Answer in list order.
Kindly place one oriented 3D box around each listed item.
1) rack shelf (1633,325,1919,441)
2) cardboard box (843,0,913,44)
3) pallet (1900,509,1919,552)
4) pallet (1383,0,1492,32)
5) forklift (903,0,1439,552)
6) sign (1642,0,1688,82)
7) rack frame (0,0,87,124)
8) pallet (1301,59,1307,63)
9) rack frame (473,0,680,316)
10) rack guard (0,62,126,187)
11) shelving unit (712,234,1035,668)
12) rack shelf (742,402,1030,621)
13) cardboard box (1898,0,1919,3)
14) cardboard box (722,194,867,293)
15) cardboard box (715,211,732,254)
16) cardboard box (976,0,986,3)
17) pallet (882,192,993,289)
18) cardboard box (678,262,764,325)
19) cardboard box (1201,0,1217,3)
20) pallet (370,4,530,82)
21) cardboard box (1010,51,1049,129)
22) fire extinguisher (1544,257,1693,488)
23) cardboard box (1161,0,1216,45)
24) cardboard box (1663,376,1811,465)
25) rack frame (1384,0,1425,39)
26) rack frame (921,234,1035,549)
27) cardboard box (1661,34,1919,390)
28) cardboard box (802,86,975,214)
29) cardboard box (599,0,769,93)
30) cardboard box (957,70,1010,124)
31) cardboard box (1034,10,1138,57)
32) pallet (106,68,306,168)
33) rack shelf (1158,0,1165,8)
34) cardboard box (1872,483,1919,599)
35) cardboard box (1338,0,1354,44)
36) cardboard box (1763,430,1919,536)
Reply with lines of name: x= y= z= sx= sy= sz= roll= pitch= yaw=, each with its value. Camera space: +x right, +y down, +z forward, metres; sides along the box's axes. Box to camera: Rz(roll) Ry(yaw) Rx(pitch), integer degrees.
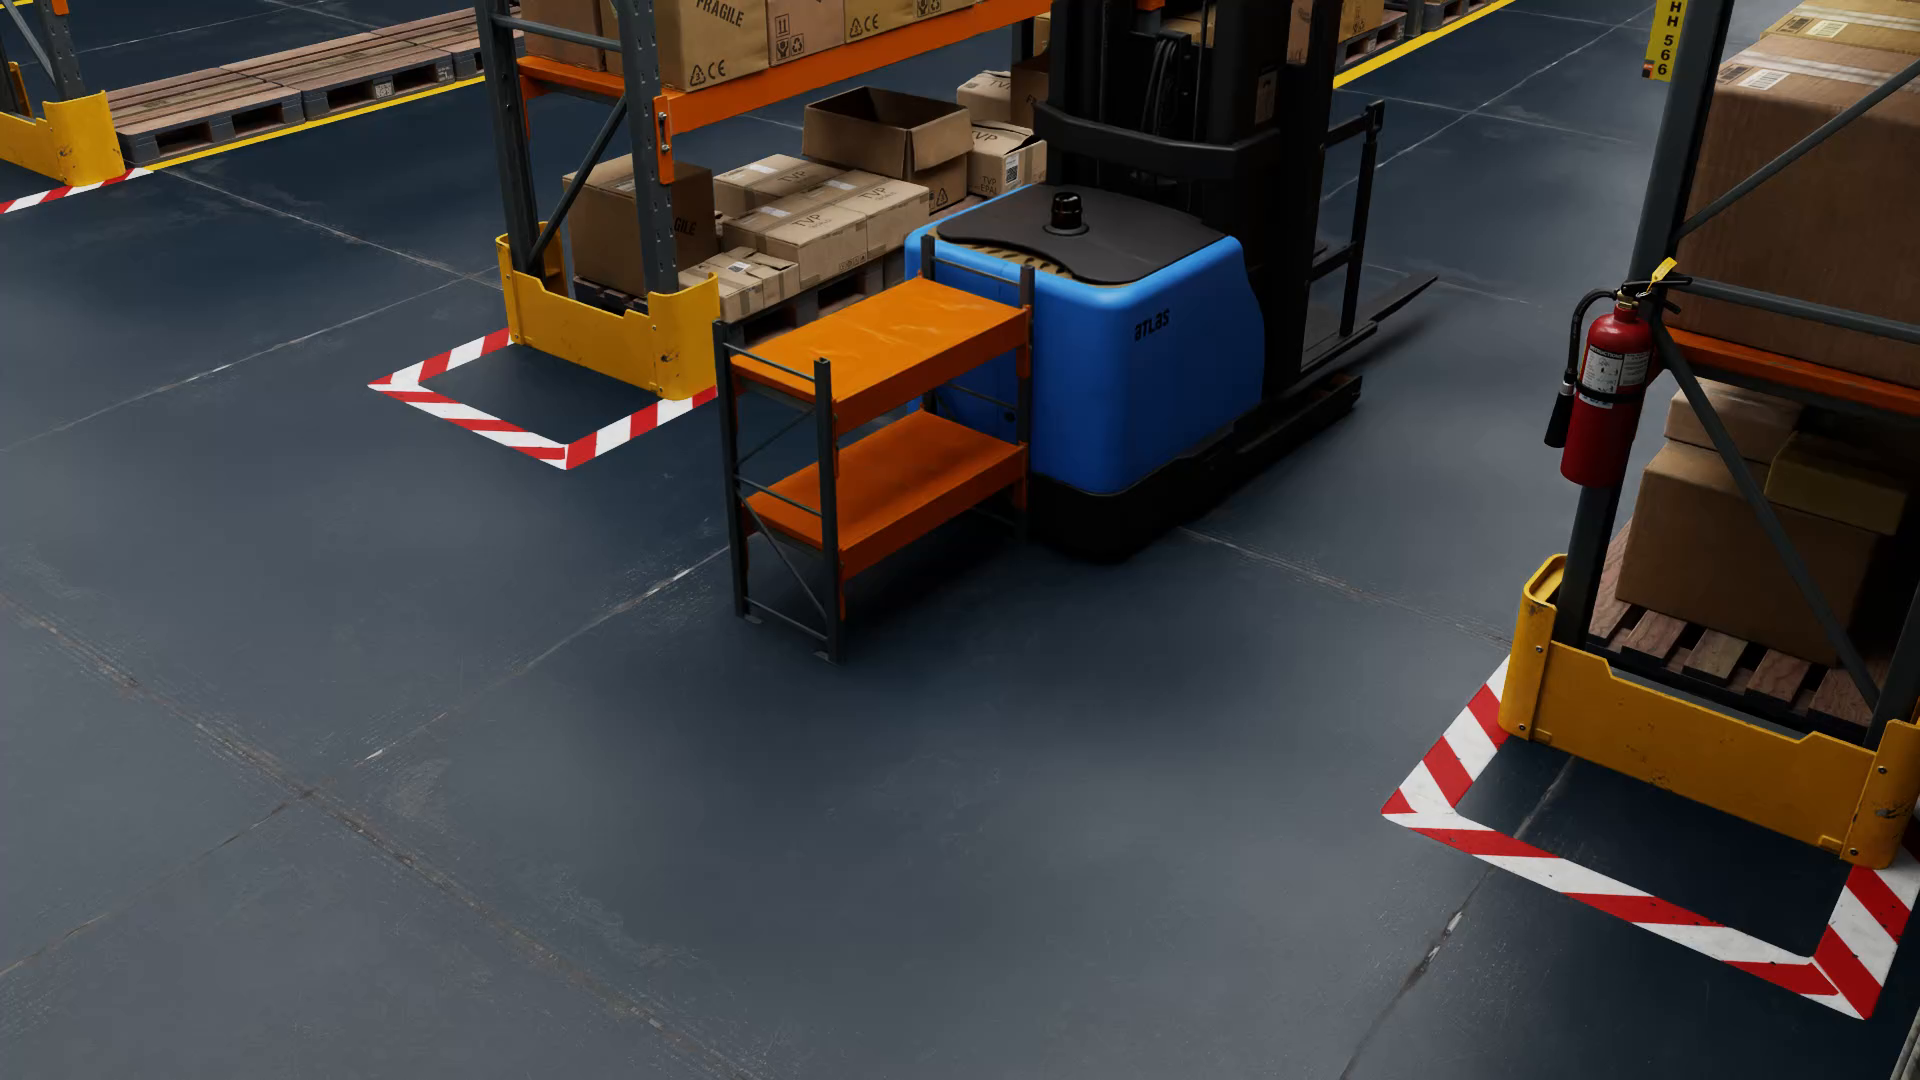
rack shelf: x=3.498 y=-1.095 z=5.966 sx=1.077 sy=0.370 sz=4.000 roll=21 pitch=37 yaw=31
cardboard box: x=-0.571 y=-2.671 z=7.822 sx=0.500 sy=0.500 sz=0.500 roll=21 pitch=37 yaw=31
pallet: x=3.447 y=-0.235 z=6.544 sx=1.003 sy=0.211 sz=1.213 roll=21 pitch=37 yaw=31
pallet: x=3.696 y=-4.489 z=13.723 sx=1.003 sy=0.211 sz=1.213 roll=21 pitch=37 yaw=31
forklift: x=1.109 y=-1.893 z=6.674 sx=1.130 sy=2.935 sz=3.031 roll=23 pitch=38 yaw=34
sign: x=1.866 y=-1.364 z=4.346 sx=0.100 sy=0.325 sz=0.005 roll=21 pitch=37 yaw=31
rack frame: x=-5.608 y=-3.641 z=9.555 sx=1.000 sy=3.000 sz=0.127 roll=21 pitch=37 yaw=31
pallet: x=1.950 y=-3.381 z=11.853 sx=1.003 sy=0.211 sz=1.213 roll=21 pitch=37 yaw=31
rack frame: x=-1.661 y=-2.115 z=6.981 sx=1.000 sy=3.000 sz=0.127 roll=21 pitch=37 yaw=31
rack guard: x=-5.612 y=-2.552 z=10.170 sx=1.175 sy=0.500 sz=0.348 roll=21 pitch=37 yaw=31
shelving unit: x=-0.268 y=-0.339 z=5.823 sx=0.538 sy=1.125 sz=1.048 roll=23 pitch=38 yaw=34
rack shelf: x=-0.268 y=-0.129 z=5.948 sx=0.538 sy=0.278 sz=1.000 roll=23 pitch=38 yaw=34
cardboard box: x=3.488 y=-1.537 z=5.712 sx=0.980 sy=0.700 sz=0.700 roll=19 pitch=36 yaw=29
cardboard box: x=-0.805 y=-1.458 z=8.138 sx=0.500 sy=0.250 sz=0.500 roll=21 pitch=37 yaw=31
cardboard box: x=-1.213 y=-1.519 z=8.323 sx=0.380 sy=0.166 sz=0.250 roll=21 pitch=37 yaw=31
cardboard box: x=0.038 y=-3.082 z=8.515 sx=0.500 sy=0.500 sz=0.500 roll=22 pitch=37 yaw=32
pallet: x=-0.398 y=-1.764 z=9.124 sx=1.003 sy=0.211 sz=1.213 roll=21 pitch=37 yaw=31
cardboard box: x=-1.135 y=-1.142 z=7.704 sx=0.380 sy=0.149 sz=0.250 roll=21 pitch=37 yaw=31
cardboard box: x=1.843 y=-3.705 z=10.949 sx=0.500 sy=0.250 sz=0.500 roll=21 pitch=37 yaw=31
pallet: x=-3.607 y=-3.756 z=12.485 sx=1.003 sy=0.211 sz=1.213 roll=21 pitch=37 yaw=31
cardboard box: x=0.635 y=-2.536 z=9.711 sx=0.500 sy=0.500 sz=0.500 roll=21 pitch=37 yaw=31
fire extinguisher: x=1.831 y=-0.479 z=4.662 sx=0.296 sy=0.674 sz=0.183 roll=21 pitch=37 yaw=31
cardboard box: x=1.553 y=-3.196 z=10.826 sx=0.500 sy=0.500 sz=0.500 roll=22 pitch=37 yaw=32
cardboard box: x=2.565 y=-0.400 z=5.490 sx=0.380 sy=0.149 sz=0.250 roll=21 pitch=36 yaw=31
rack frame: x=3.168 y=-5.366 z=12.467 sx=1.000 sy=3.000 sz=0.127 roll=21 pitch=37 yaw=31
rack frame: x=0.059 y=-0.537 z=6.158 sx=0.500 sy=1.125 sz=0.032 roll=23 pitch=38 yaw=34
cardboard box: x=2.590 y=-0.931 z=4.689 sx=0.980 sy=0.700 sz=0.700 roll=23 pitch=38 yaw=33
cardboard box: x=-0.377 y=-2.091 z=8.957 sx=0.797 sy=0.503 sz=0.637 roll=21 pitch=37 yaw=31
cardboard box: x=-1.183 y=-2.257 z=7.123 sx=0.500 sy=0.500 sz=0.500 roll=22 pitch=37 yaw=32
cardboard box: x=0.327 y=-2.669 z=10.122 sx=0.500 sy=0.311 sz=0.500 roll=21 pitch=37 yaw=31
cardboard box: x=0.823 y=-3.143 z=10.736 sx=0.500 sy=0.500 sz=0.500 roll=21 pitch=37 yaw=31
pallet: x=-5.079 y=-2.764 z=10.812 sx=1.003 sy=0.211 sz=1.213 roll=21 pitch=37 yaw=31
rack shelf: x=1.961 y=-4.244 z=11.279 sx=1.077 sy=0.370 sz=4.000 roll=21 pitch=37 yaw=31
cardboard box: x=2.935 y=-0.216 z=5.816 sx=0.700 sy=0.500 sz=0.500 roll=21 pitch=37 yaw=31
cardboard box: x=2.478 y=-3.818 z=11.874 sx=0.500 sy=0.500 sz=0.500 roll=20 pitch=36 yaw=30
cardboard box: x=2.717 y=-0.179 z=5.118 sx=0.380 sy=0.149 sz=0.250 roll=21 pitch=37 yaw=32
